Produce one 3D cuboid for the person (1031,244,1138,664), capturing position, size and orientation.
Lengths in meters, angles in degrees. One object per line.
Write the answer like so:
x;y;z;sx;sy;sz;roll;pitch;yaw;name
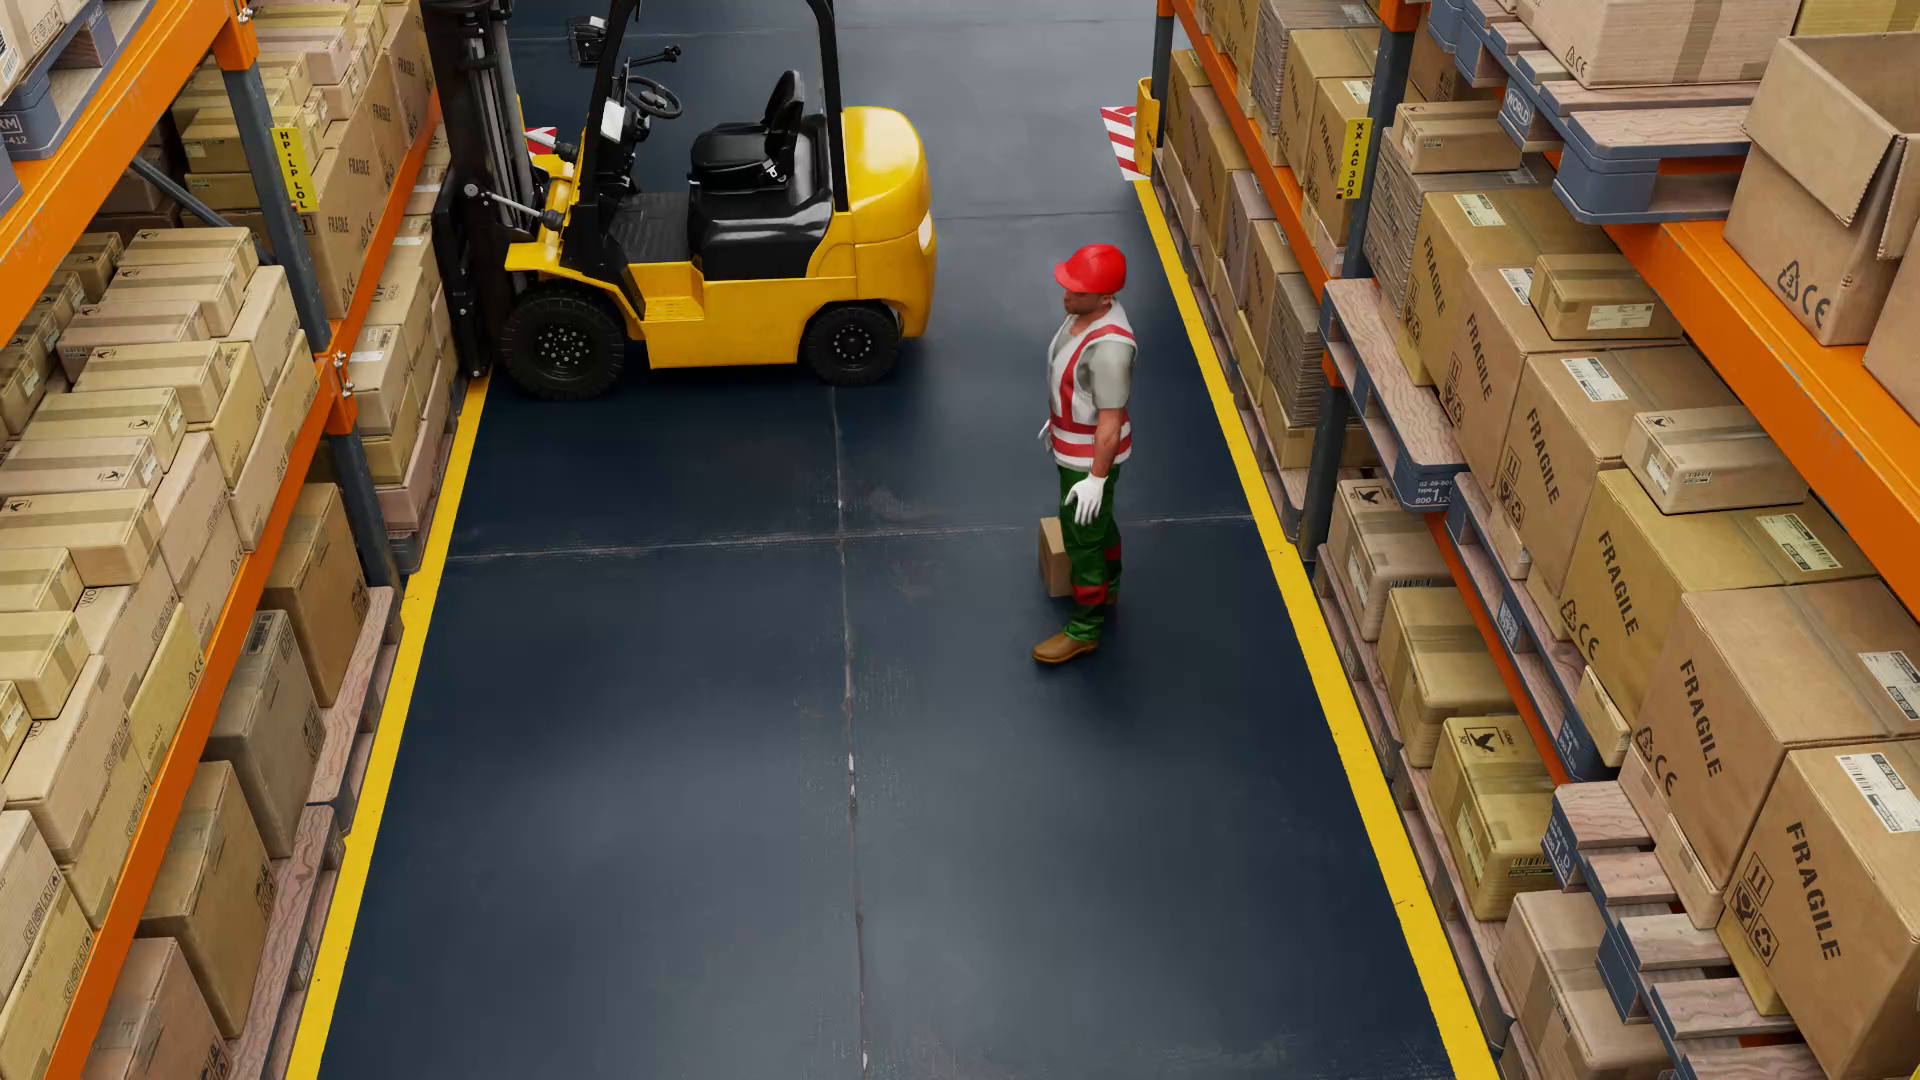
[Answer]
0.488;-0.353;6.525;0.420;1.788;0.661;-2;39;-3;person
